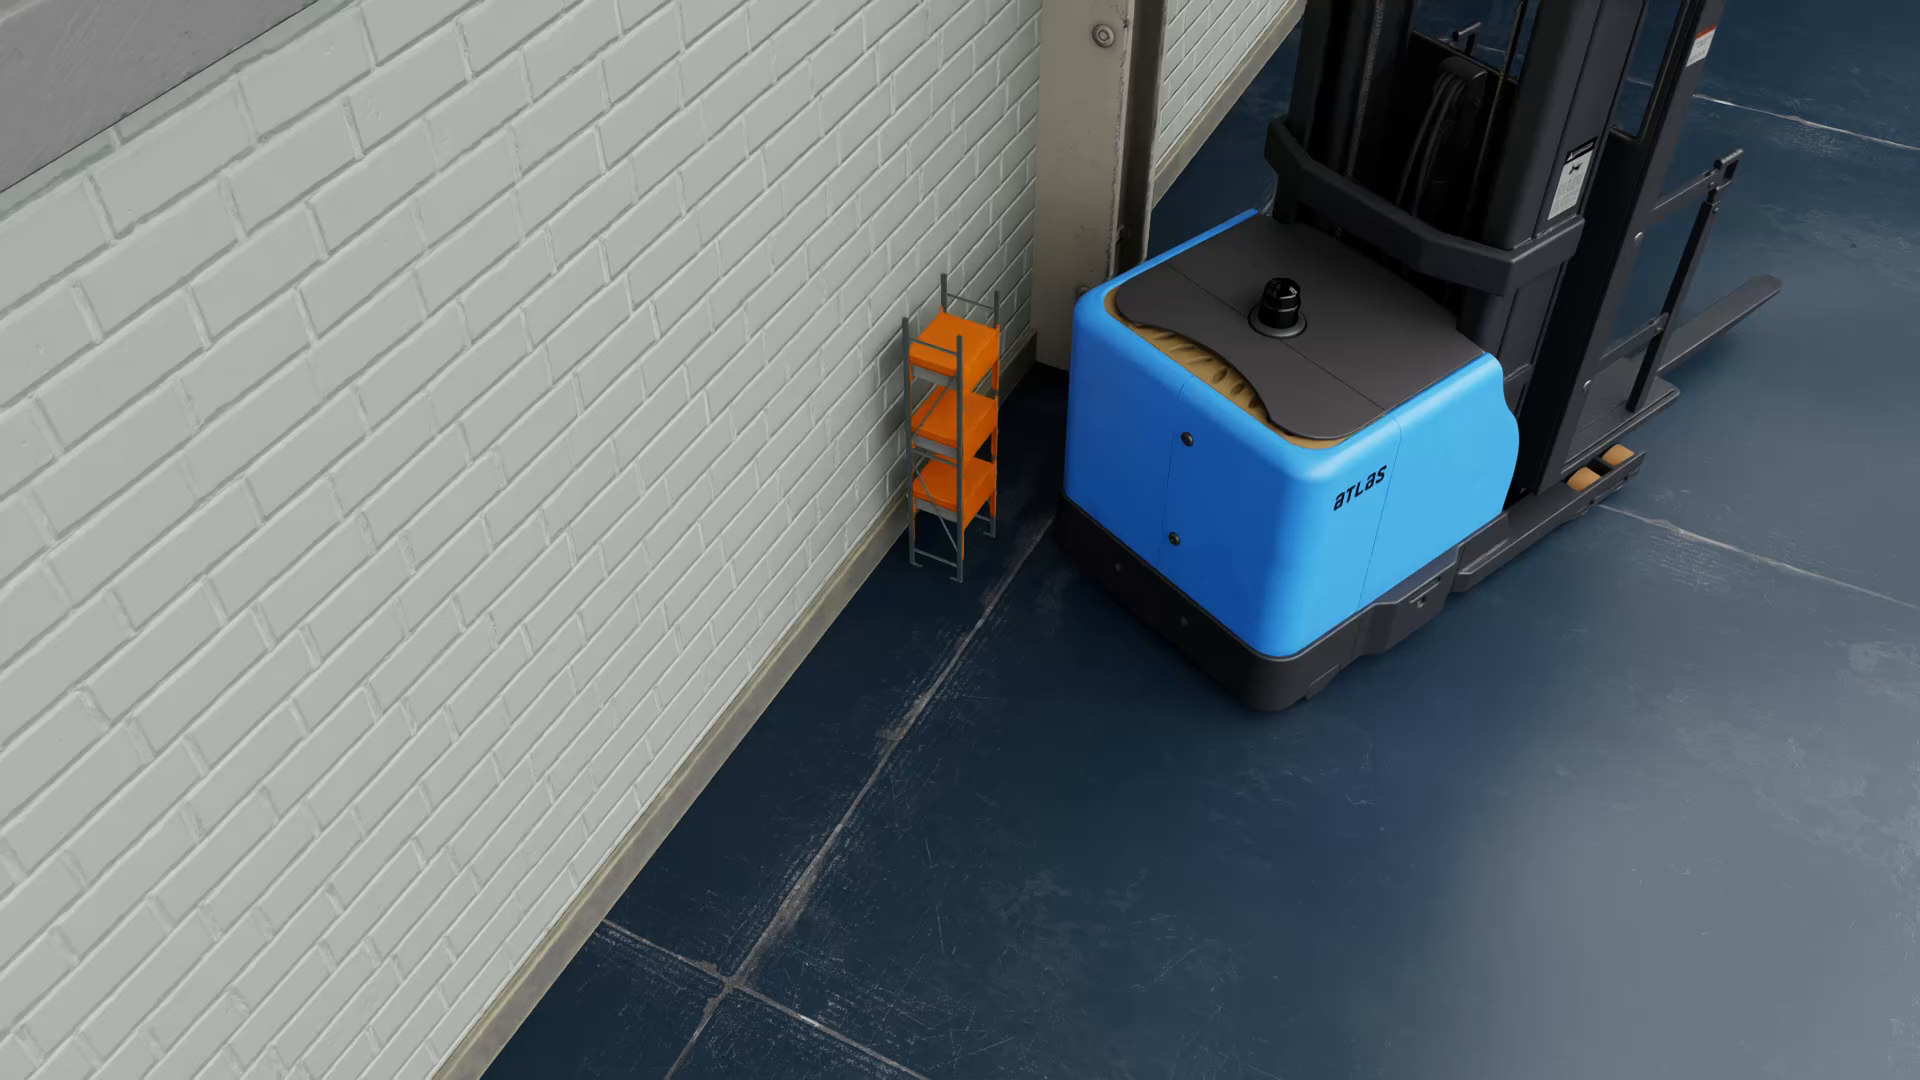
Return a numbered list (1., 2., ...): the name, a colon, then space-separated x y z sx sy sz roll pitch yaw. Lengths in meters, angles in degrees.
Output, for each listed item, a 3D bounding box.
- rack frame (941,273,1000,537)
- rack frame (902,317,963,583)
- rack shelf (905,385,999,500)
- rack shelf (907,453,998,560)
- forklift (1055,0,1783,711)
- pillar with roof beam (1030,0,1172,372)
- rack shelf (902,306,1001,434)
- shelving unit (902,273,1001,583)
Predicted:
1. rack frame: 0.032 -0.412 5.419 0.200 1.050 0.008 20 49 19
2. rack frame: -0.081 -0.258 5.267 0.200 1.050 0.008 20 49 19
3. rack shelf: -0.025 -0.328 5.351 0.215 0.259 0.240 20 49 19
4. rack shelf: -0.025 -0.133 5.548 0.215 0.259 0.240 20 49 19
5. forklift: 1.791 -1.384 5.057 3.031 2.935 1.130 -30 52 -26
6. pillar with roof beam: 4.301 -2.523 1.917 9.100 9.000 0.400 20 49 19
7. rack shelf: -0.025 -0.527 5.149 0.215 0.259 0.240 20 49 19
8. shelving unit: -0.025 -0.335 5.343 0.215 1.050 0.252 20 49 19
